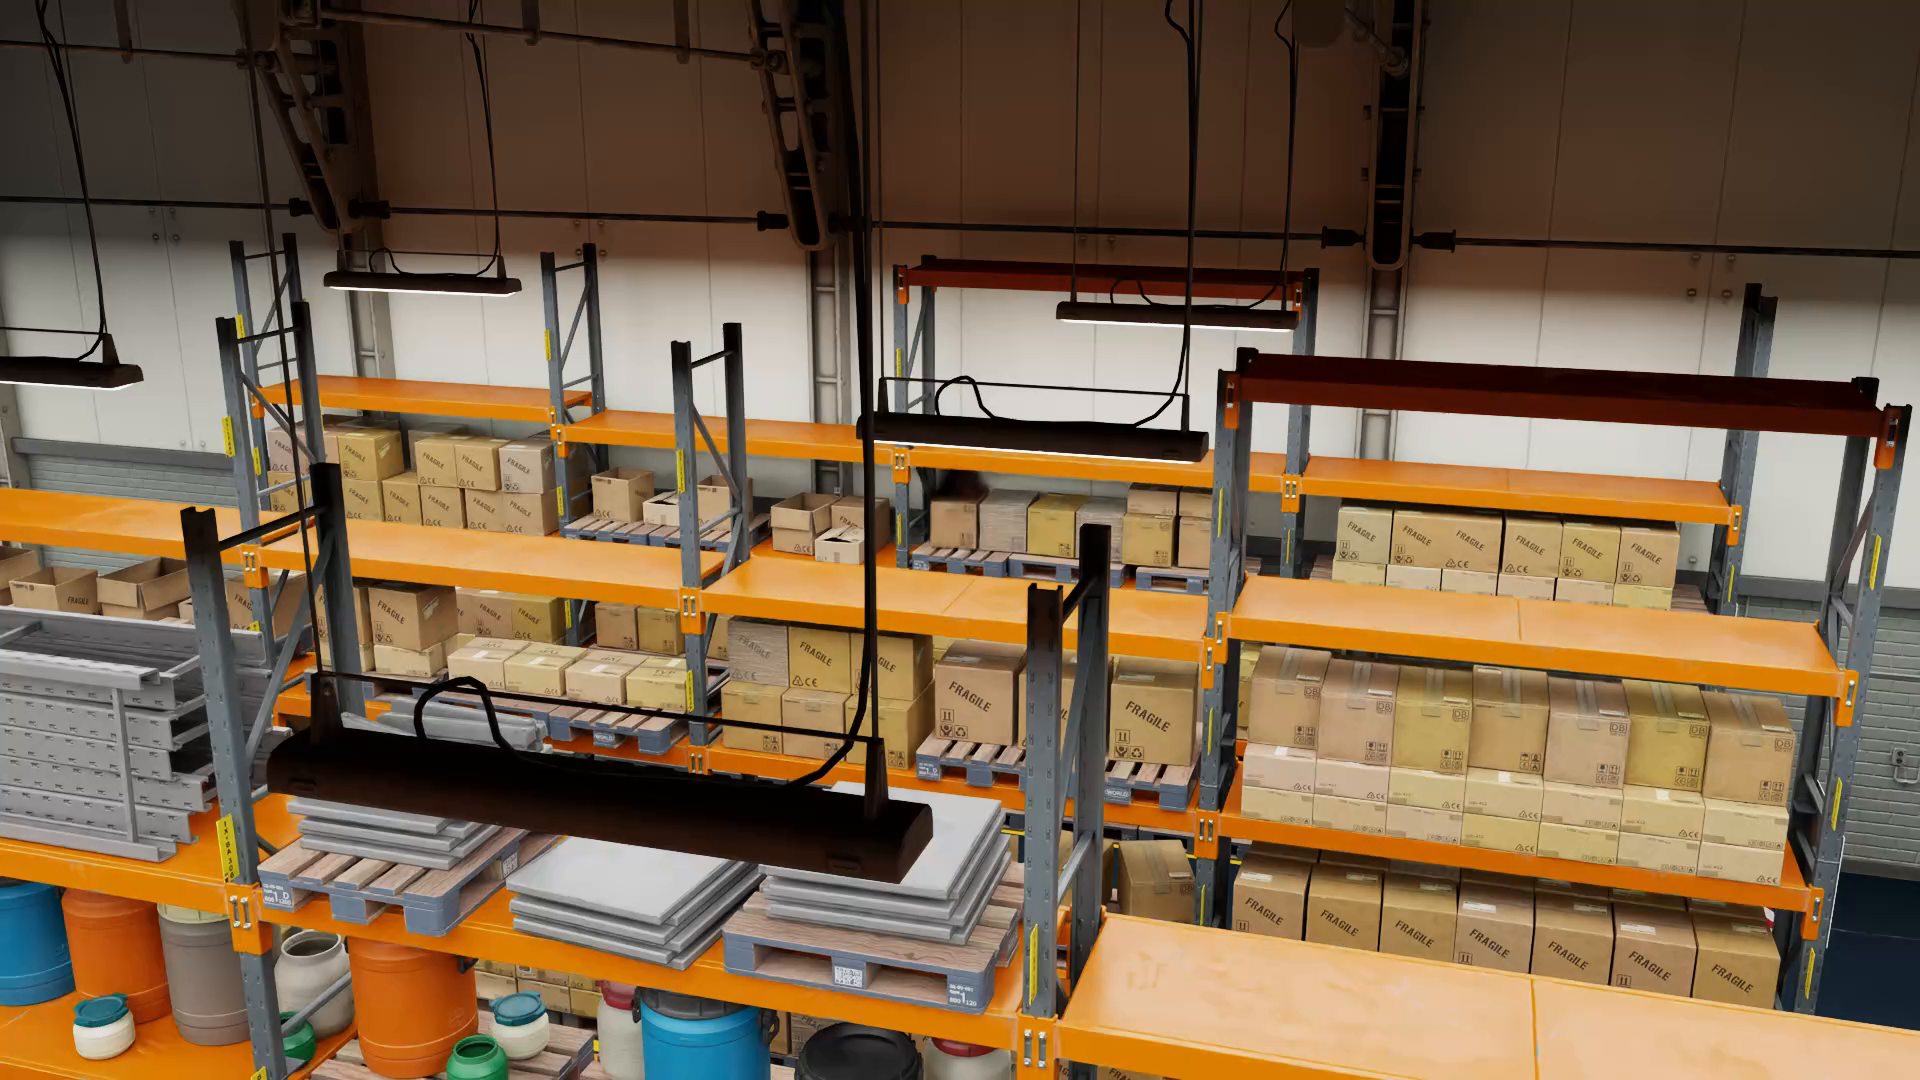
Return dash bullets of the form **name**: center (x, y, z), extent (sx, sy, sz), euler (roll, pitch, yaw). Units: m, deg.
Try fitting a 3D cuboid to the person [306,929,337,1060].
- **person**: center (-4.819, 3.695, 12.849), extent (0.531, 1.723, 0.459), euler (14, 21, 41)
